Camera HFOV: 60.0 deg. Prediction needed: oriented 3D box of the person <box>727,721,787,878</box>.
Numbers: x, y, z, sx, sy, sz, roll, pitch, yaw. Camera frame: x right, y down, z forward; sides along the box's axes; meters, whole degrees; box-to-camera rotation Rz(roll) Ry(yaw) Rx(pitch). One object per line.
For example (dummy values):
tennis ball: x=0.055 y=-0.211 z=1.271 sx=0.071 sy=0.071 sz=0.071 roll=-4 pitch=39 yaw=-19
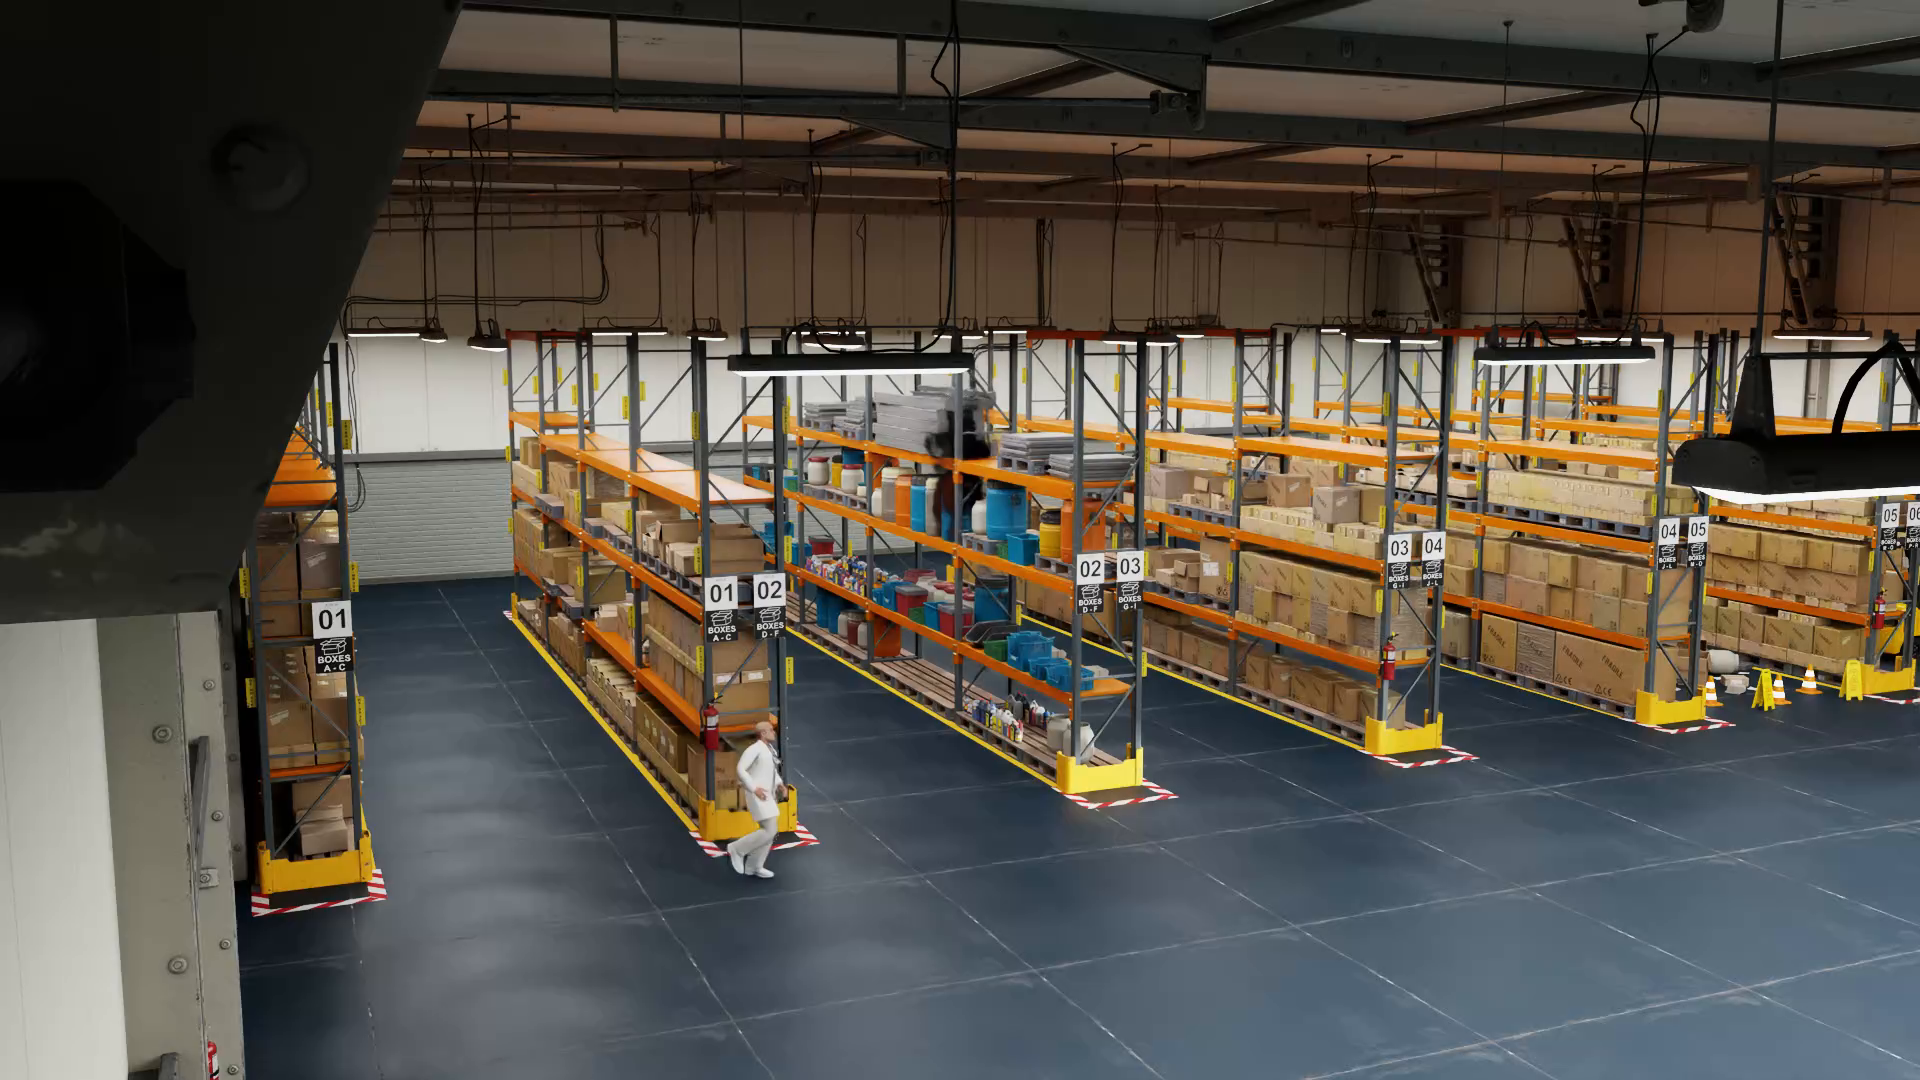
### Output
person: x=-2.287 y=2.925 z=18.940 sx=0.605 sy=1.729 sz=0.756 roll=1 pitch=8 yaw=9
